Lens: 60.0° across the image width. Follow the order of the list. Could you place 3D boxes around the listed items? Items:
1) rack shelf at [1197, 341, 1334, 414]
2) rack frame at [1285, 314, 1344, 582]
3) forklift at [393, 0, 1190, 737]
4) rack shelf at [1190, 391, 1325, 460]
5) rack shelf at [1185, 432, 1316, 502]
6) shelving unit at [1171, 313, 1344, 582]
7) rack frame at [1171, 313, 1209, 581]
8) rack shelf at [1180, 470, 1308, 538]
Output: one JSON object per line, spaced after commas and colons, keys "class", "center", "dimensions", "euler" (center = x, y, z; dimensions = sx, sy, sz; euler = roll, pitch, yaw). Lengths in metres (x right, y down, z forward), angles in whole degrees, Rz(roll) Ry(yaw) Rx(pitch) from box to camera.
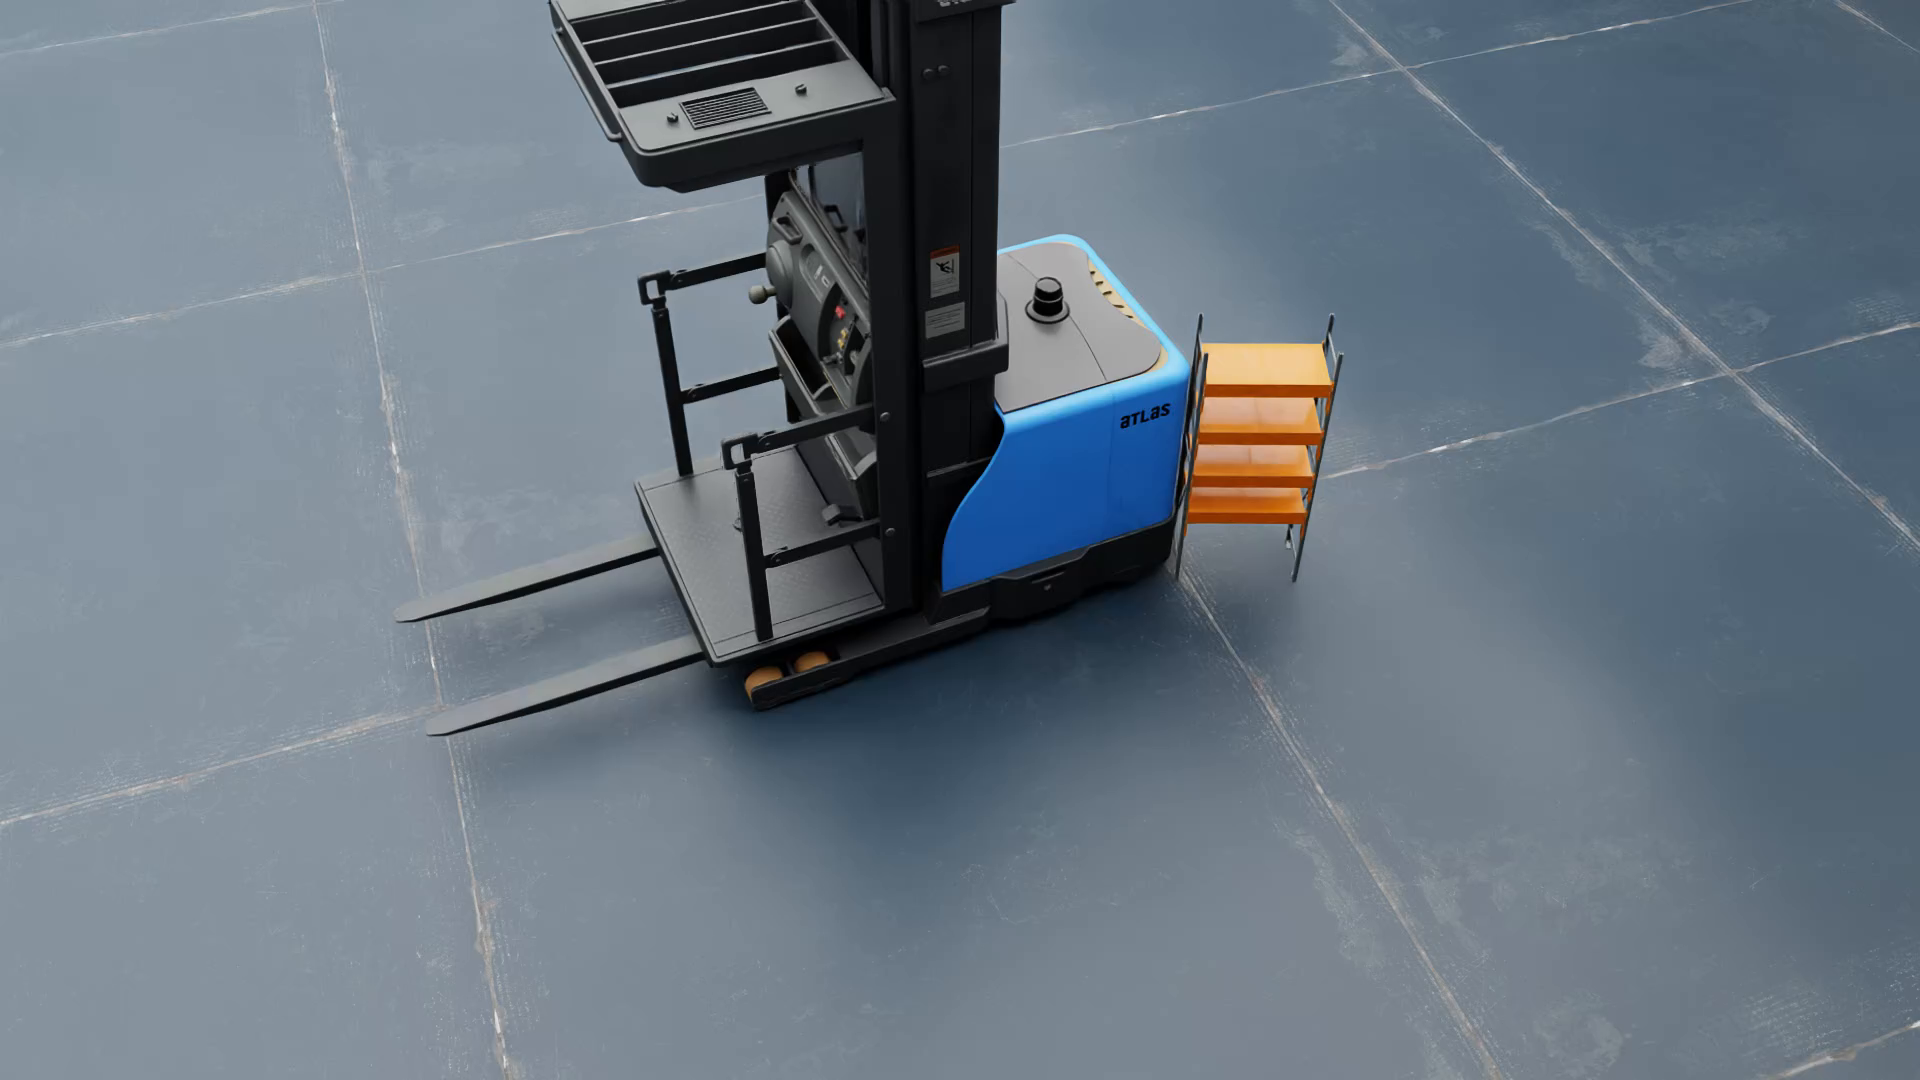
{"class": "rack shelf", "center": [1.143, -0.615, 6.270], "dimensions": [0.480, 0.148, 0.258], "euler": [0, 45, 0]}
{"class": "rack frame", "center": [1.387, -0.336, 6.547], "dimensions": [0.015, 1.200, 0.240], "euler": [0, 45, 0]}
{"class": "forklift", "center": [-0.686, -0.815, 5.803], "dimensions": [3.031, 2.935, 1.130], "euler": [-17, 48, -17]}
{"class": "rack shelf", "center": [1.143, -0.448, 6.438], "dimensions": [0.480, 0.148, 0.258], "euler": [0, 45, 0]}
{"class": "rack shelf", "center": [1.143, -0.290, 6.596], "dimensions": [0.480, 0.148, 0.258], "euler": [0, 45, 0]}
{"class": "shelving unit", "center": [1.143, -0.338, 6.549], "dimensions": [0.503, 1.200, 0.258], "euler": [0, 45, 0]}
{"class": "rack frame", "center": [0.899, -0.339, 6.550], "dimensions": [0.015, 1.200, 0.240], "euler": [0, 45, 0]}
{"class": "rack shelf", "center": [1.143, -0.150, 6.737], "dimensions": [0.480, 0.148, 0.258], "euler": [0, 45, 0]}
